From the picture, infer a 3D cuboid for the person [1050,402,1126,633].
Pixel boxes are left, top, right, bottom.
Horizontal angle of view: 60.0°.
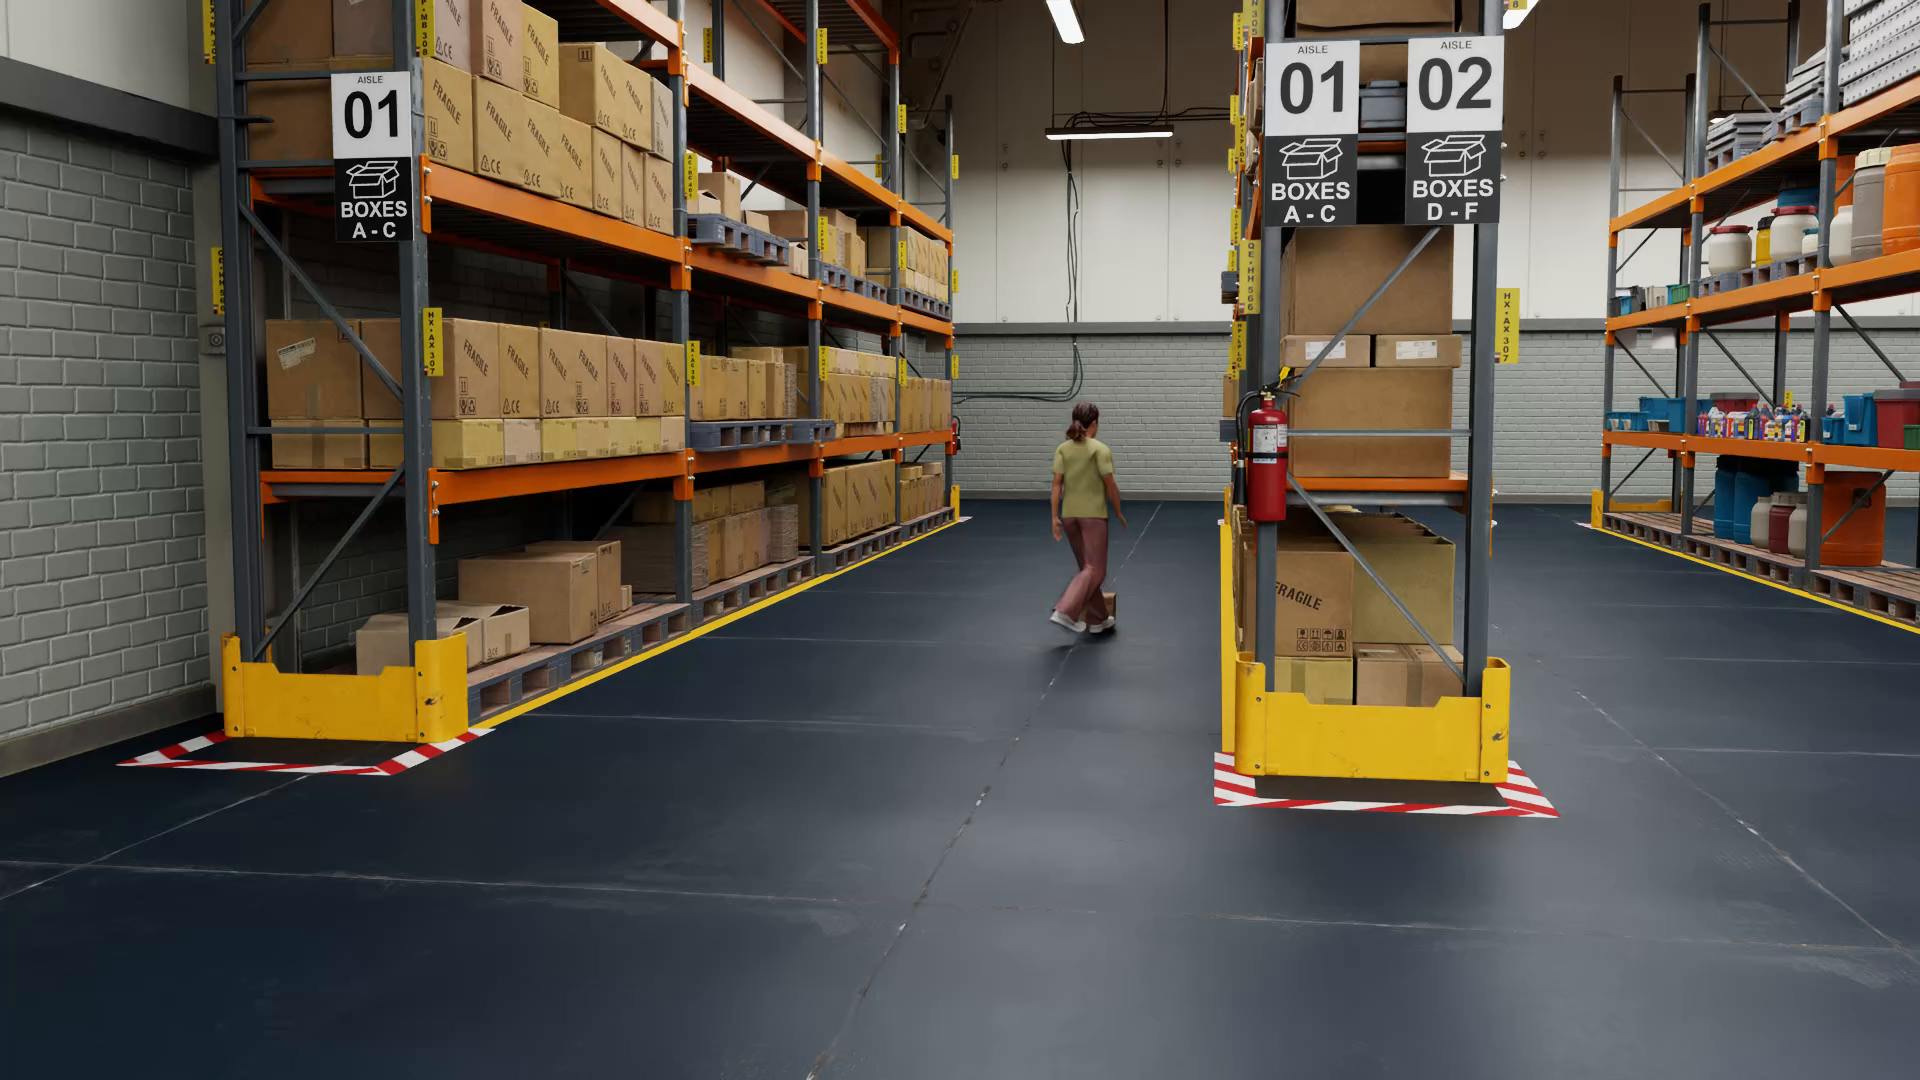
[{"bbox_3d":[0.881,-0.140,11.616,0.451,1.642,0.962,4,6,39],"label":"person"}]
